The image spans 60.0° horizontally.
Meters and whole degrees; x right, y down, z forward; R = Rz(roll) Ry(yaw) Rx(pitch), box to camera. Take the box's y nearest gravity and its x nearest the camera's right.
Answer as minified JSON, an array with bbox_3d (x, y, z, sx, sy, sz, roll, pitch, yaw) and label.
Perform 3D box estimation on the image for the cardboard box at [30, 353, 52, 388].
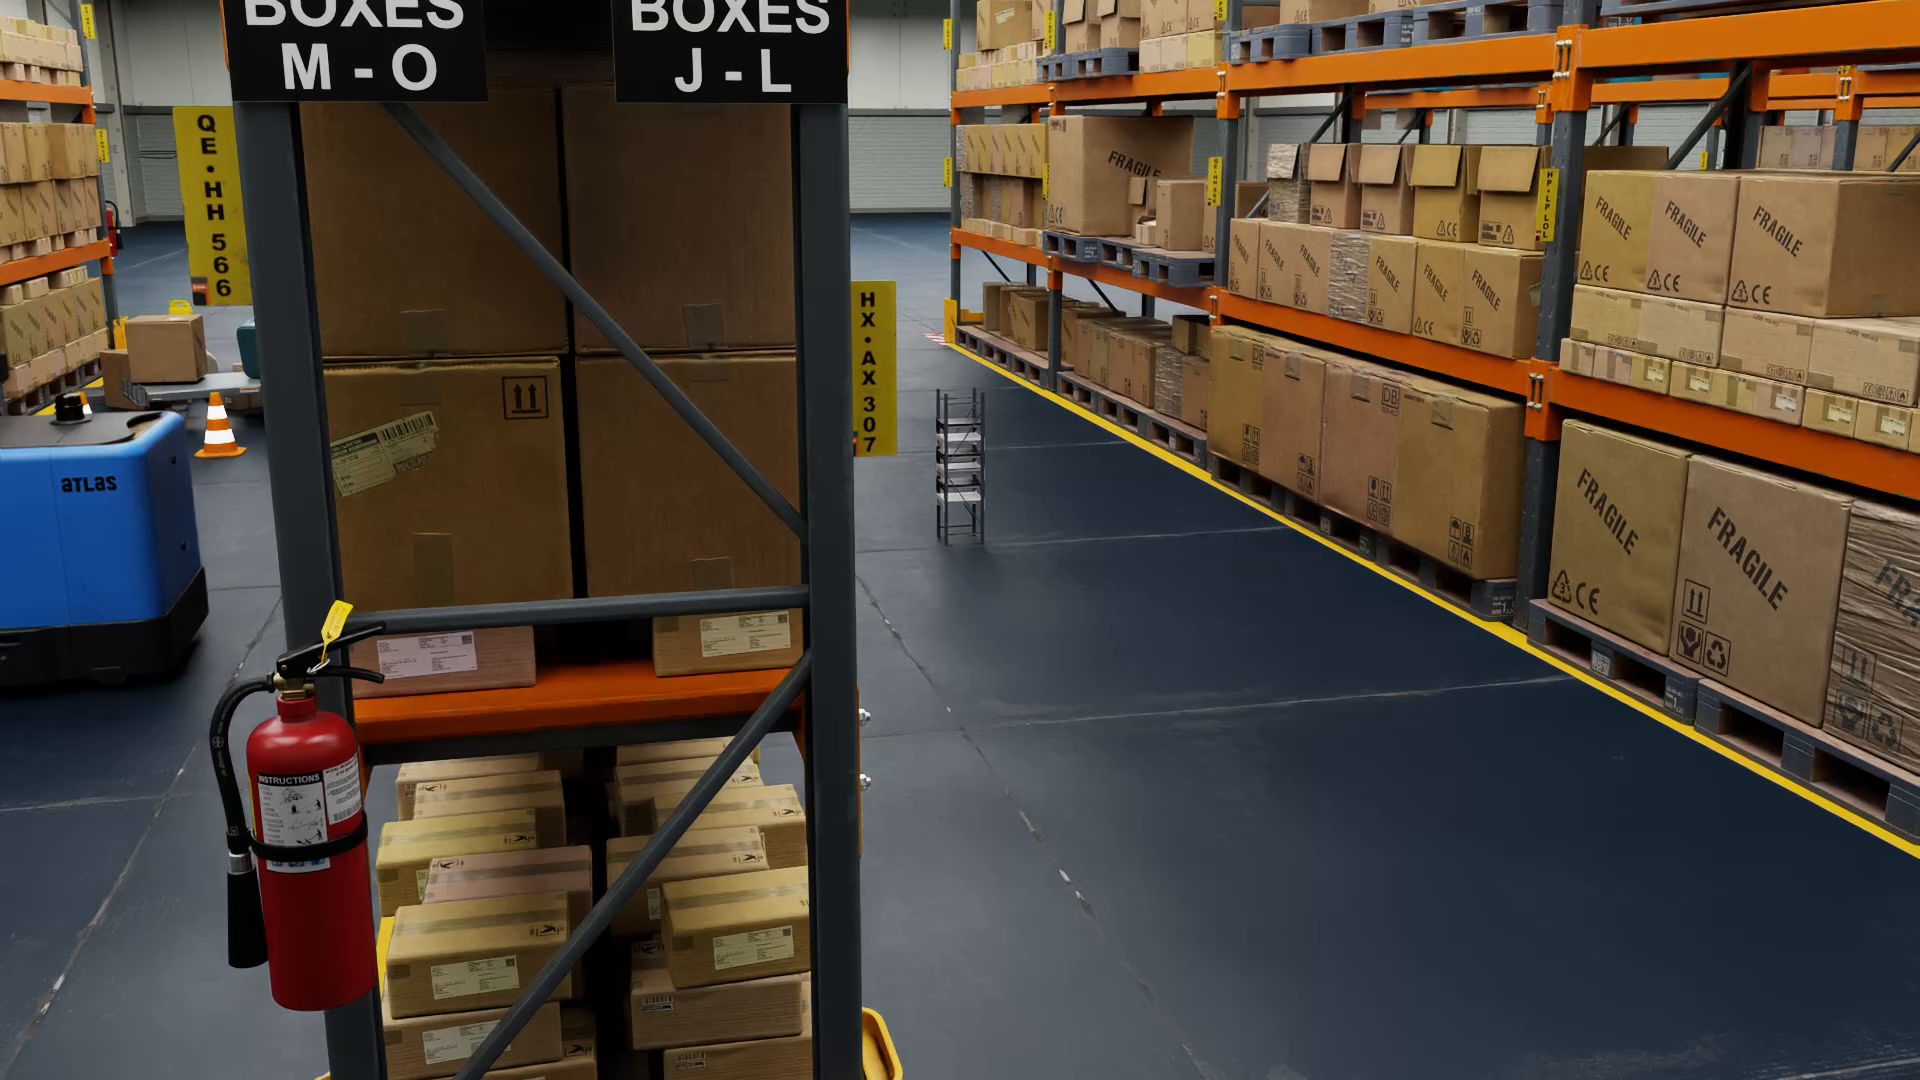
[{"bbox_3d":[-8.313,-1.475,14.552,0.500,0.250,0.500,-2,14,-10],"label":"cardboard box"}]

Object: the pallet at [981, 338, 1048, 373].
[{"bbox_3d":[0.850,-1.966,17.528,1.003,0.211,1.213,-3,14,-13],"label":"pallet"}]

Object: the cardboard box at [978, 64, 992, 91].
[{"bbox_3d":[0.495,-4.834,17.387,0.500,0.250,0.500,-3,14,-13],"label":"cardboard box"}]

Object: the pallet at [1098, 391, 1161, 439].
[{"bbox_3d":[1.807,-1.069,13.858,1.003,0.211,1.213,-3,14,-13],"label":"pallet"}]

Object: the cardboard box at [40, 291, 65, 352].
[{"bbox_3d":[-8.434,-1.959,14.955,0.500,0.500,0.500,-3,14,-10],"label":"cardboard box"}]

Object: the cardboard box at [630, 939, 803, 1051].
[{"bbox_3d":[-0.568,1.037,3.856,0.380,0.149,0.250,-3,14,-11],"label":"cardboard box"}]

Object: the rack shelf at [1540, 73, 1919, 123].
[{"bbox_3d":[6.617,-3.808,14.387,1.077,0.370,4.000,-3,14,-13],"label":"rack shelf"}]

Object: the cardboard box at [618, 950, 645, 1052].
[{"bbox_3d":[-0.647,1.123,4.134,0.380,0.149,0.250,-3,14,-13],"label":"cardboard box"}]

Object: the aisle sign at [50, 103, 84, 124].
[{"bbox_3d":[-8.972,-4.549,16.749,0.394,0.787,0.004,-3,14,-13],"label":"aisle sign"}]

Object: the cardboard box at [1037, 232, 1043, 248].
[{"bbox_3d":[0.947,-2.855,15.821,0.380,0.149,0.250,-3,14,-13],"label":"cardboard box"}]

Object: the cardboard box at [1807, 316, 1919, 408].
[{"bbox_3d":[3.414,-0.640,5.915,0.500,0.250,0.500,-3,14,-13],"label":"cardboard box"}]

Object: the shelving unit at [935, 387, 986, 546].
[{"bbox_3d":[0.002,-0.435,9.813,0.258,0.900,0.210,-3,14,-13],"label":"shelving unit"}]

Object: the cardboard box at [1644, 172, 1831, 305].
[{"bbox_3d":[3.183,-1.237,6.779,0.500,0.500,0.500,-3,14,-13],"label":"cardboard box"}]

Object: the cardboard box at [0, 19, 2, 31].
[{"bbox_3d":[-8.235,-4.328,13.851,0.380,0.149,0.250,-3,14,-14],"label":"cardboard box"}]

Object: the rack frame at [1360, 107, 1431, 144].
[{"bbox_3d":[5.207,-4.084,20.324,1.000,3.000,0.127,-3,14,-13],"label":"rack frame"}]

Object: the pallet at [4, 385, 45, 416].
[{"bbox_3d":[-8.492,-1.131,14.113,1.003,0.211,1.213,-3,14,-13],"label":"pallet"}]

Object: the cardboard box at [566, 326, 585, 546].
[{"bbox_3d":[-0.682,-0.298,3.989,0.500,0.500,0.500,-3,14,-13],"label":"cardboard box"}]

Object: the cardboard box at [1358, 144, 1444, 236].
[{"bbox_3d":[2.742,-2.024,9.567,0.797,0.503,0.637,-3,14,-11],"label":"cardboard box"}]

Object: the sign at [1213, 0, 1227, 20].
[{"bbox_3d":[1.744,-3.641,11.100,0.100,0.325,0.005,-3,14,-13],"label":"sign"}]

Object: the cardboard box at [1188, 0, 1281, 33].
[{"bbox_3d":[1.917,-3.807,11.606,0.500,0.500,0.500,-3,14,-12],"label":"cardboard box"}]

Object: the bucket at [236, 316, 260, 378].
[{"bbox_3d":[-5.785,-1.683,14.191,0.726,0.611,0.620,2,24,6],"label":"bucket"}]

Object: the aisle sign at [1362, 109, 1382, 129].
[{"bbox_3d":[4.906,-5.347,20.016,0.394,0.787,0.004,-3,14,-13],"label":"aisle sign"}]

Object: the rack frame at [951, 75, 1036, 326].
[{"bbox_3d":[0.393,-3.808,19.194,1.000,3.000,0.127,-3,14,-13],"label":"rack frame"}]

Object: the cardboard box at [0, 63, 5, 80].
[{"bbox_3d":[-8.380,-3.990,14.149,0.380,0.149,0.250,-4,14,-15],"label":"cardboard box"}]

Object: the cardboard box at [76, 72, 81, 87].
[{"bbox_3d":[-8.884,-4.524,16.333,0.380,0.149,0.250,-3,14,-13],"label":"cardboard box"}]

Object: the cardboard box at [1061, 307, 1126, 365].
[{"bbox_3d":[1.277,-1.969,16.050,0.500,0.500,0.500,-4,14,-15],"label":"cardboard box"}]

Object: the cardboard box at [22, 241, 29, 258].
[{"bbox_3d":[-8.382,-2.535,14.513,0.380,0.149,0.250,-3,14,-13],"label":"cardboard box"}]

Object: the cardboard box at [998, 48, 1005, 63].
[{"bbox_3d":[0.609,-4.953,17.034,0.380,0.149,0.250,-3,14,-14],"label":"cardboard box"}]

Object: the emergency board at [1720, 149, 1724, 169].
[{"bbox_3d":[13.890,-6.479,30.128,0.194,1.169,0.643,-3,14,-13],"label":"emergency board"}]

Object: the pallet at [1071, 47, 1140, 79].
[{"bbox_3d":[1.620,-3.864,13.497,1.213,0.211,1.003,-3,14,-13],"label":"pallet"}]

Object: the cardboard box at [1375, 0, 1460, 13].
[{"bbox_3d":[2.772,-3.204,9.297,0.797,0.503,0.637,-3,14,-14],"label":"cardboard box"}]

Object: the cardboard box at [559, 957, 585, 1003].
[{"bbox_3d":[-1.105,1.003,3.995,0.380,0.149,0.250,-4,14,-14],"label":"cardboard box"}]

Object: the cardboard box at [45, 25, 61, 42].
[{"bbox_3d":[-8.772,-4.797,15.771,0.380,0.149,0.250,-3,14,-14],"label":"cardboard box"}]

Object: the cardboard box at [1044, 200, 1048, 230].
[{"bbox_3d":[1.287,-3.186,15.808,0.875,0.500,0.500,-3,14,-13],"label":"cardboard box"}]

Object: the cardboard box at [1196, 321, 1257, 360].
[{"bbox_3d":[2.085,-1.479,12.421,0.500,0.250,0.500,-3,14,-11],"label":"cardboard box"}]

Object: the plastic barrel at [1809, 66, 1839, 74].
[{"bbox_3d":[7.104,-4.141,13.179,0.600,0.901,0.600,0,14,0],"label":"plastic barrel"}]

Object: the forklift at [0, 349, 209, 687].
[{"bbox_3d":[-5.044,-0.808,7.061,3.031,2.935,1.130,-3,14,-14],"label":"forklift"}]

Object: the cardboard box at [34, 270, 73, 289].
[{"bbox_3d":[-8.530,-2.433,15.528,0.380,0.149,0.250,-3,14,-11],"label":"cardboard box"}]

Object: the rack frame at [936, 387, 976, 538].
[{"bbox_3d":[-0.022,-0.459,9.909,0.240,0.900,0.006,-3,14,-13],"label":"rack frame"}]

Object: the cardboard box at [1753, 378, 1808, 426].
[{"bbox_3d":[3.262,-0.532,6.313,0.380,0.149,0.250,-3,14,-13],"label":"cardboard box"}]

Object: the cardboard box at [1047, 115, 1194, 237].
[{"bbox_3d":[1.383,-3.190,14.513,1.000,1.000,1.000,-3,14,-13],"label":"cardboard box"}]

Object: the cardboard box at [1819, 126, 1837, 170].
[{"bbox_3d":[10.499,-4.565,19.346,0.700,0.500,0.500,-3,14,-13],"label":"cardboard box"}]

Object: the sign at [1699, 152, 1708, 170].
[{"bbox_3d":[9.482,-4.789,21.217,0.100,0.325,0.005,-3,14,-13],"label":"sign"}]

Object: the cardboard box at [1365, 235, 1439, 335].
[{"bbox_3d":[2.597,-1.416,9.191,0.500,0.500,0.500,-3,14,-14],"label":"cardboard box"}]

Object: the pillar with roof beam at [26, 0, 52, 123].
[{"bbox_3d":[-16.228,-11.458,37.866,9.100,9.000,0.400,-3,14,-13],"label":"pillar with roof beam"}]

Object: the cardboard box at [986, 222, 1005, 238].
[{"bbox_3d":[0.486,-3.256,17.461,0.380,0.149,0.250,-3,14,-13],"label":"cardboard box"}]

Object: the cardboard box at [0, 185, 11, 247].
[{"bbox_3d":[-8.133,-2.643,13.587,0.500,0.500,0.500,-3,14,-13],"label":"cardboard box"}]

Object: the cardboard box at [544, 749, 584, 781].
[{"bbox_3d":[-1.323,0.617,4.949,0.380,0.149,0.250,-4,14,-15],"label":"cardboard box"}]

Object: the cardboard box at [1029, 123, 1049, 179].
[{"bbox_3d":[0.959,-3.653,15.613,0.500,0.500,0.500,-3,14,-13],"label":"cardboard box"}]

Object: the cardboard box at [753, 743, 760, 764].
[{"bbox_3d":[-0.815,0.586,5.078,0.380,0.149,0.250,-3,14,-12],"label":"cardboard box"}]

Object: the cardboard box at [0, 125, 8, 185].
[{"bbox_3d":[-8.193,-3.125,13.455,0.700,0.500,0.500,-3,14,-14],"label":"cardboard box"}]

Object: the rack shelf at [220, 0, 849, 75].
[{"bbox_3d":[-1.164,-1.433,4.667,1.077,0.370,4.000,-3,14,-13],"label":"rack shelf"}]

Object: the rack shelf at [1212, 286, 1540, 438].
[{"bbox_3d":[2.742,-1.152,9.836,1.077,0.370,4.000,-3,14,-13],"label":"rack shelf"}]
